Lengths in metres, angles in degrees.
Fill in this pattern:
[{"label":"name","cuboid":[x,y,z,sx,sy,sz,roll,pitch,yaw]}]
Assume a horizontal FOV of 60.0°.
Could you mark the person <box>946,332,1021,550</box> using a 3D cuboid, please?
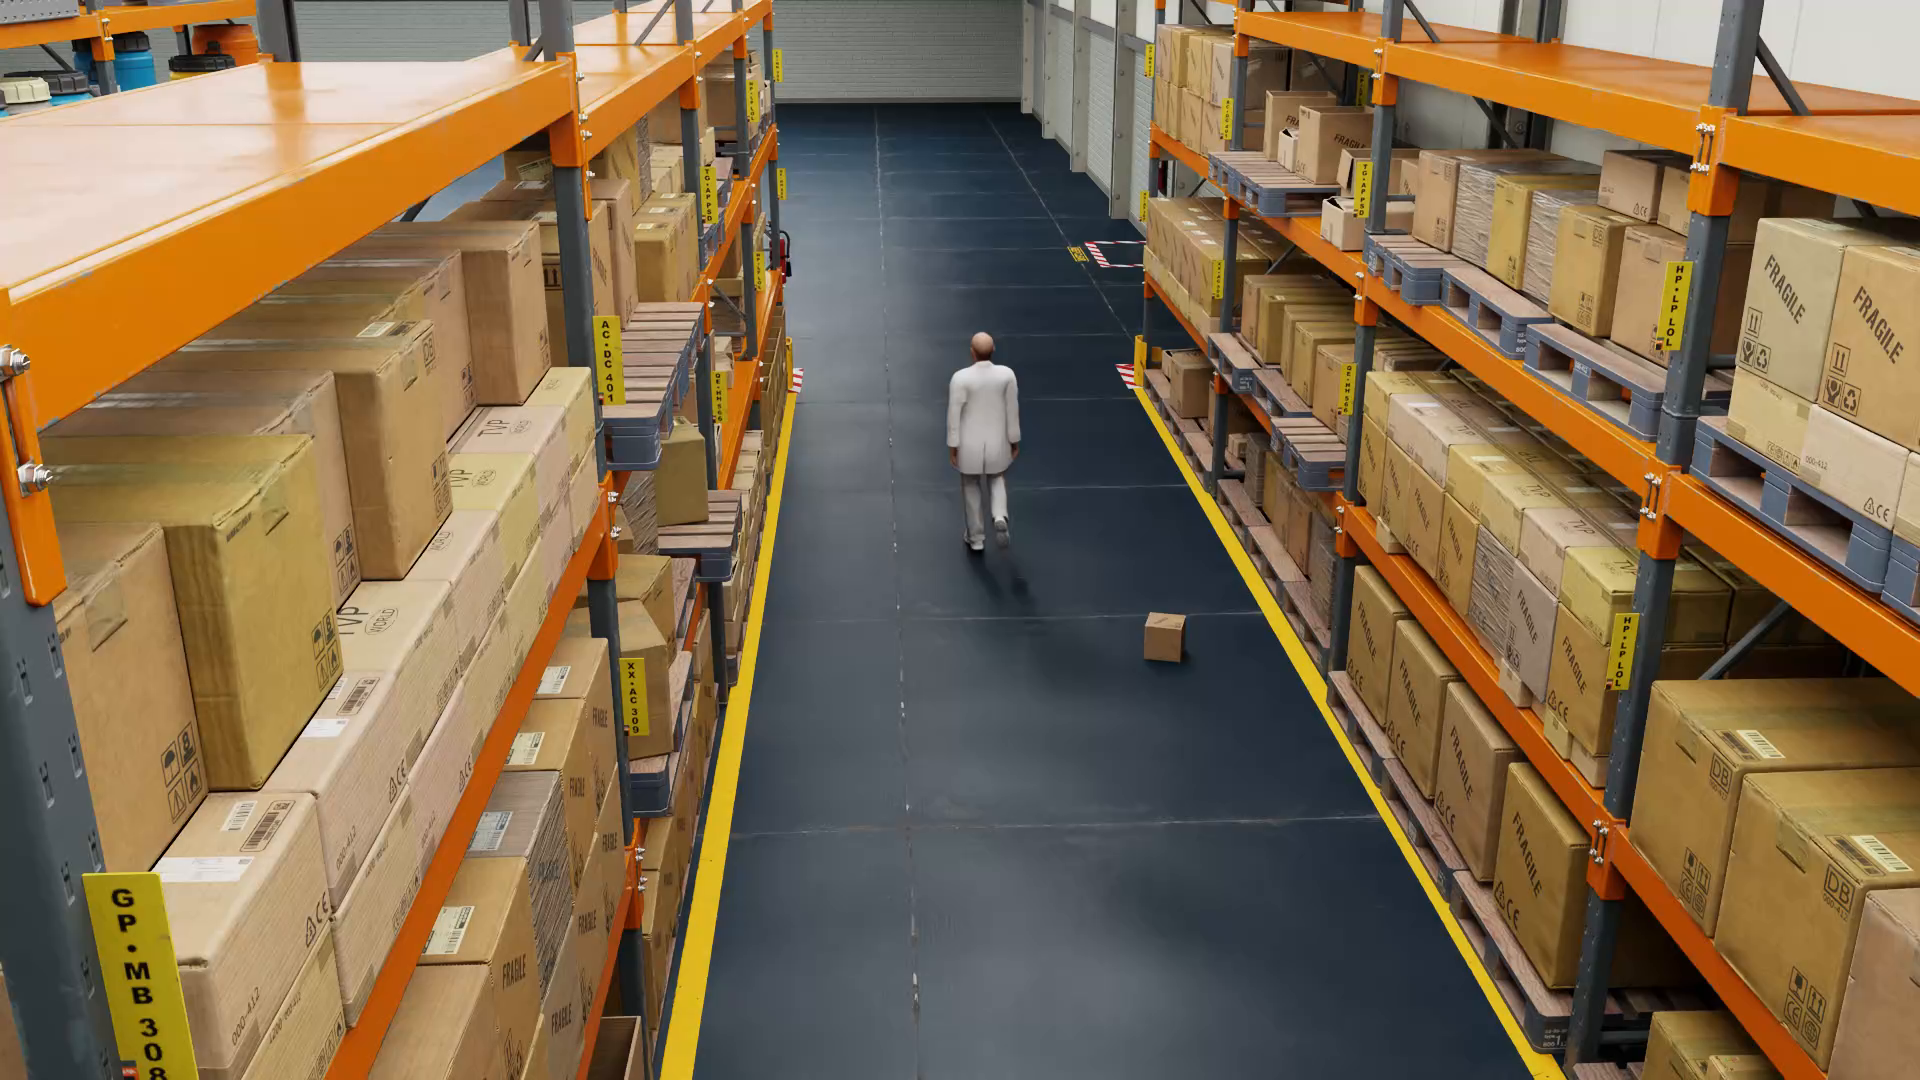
[{"label":"person","cuboid":[0.188,-0.767,13.107,0.601,1.770,0.597,-4,20,-11]}]
